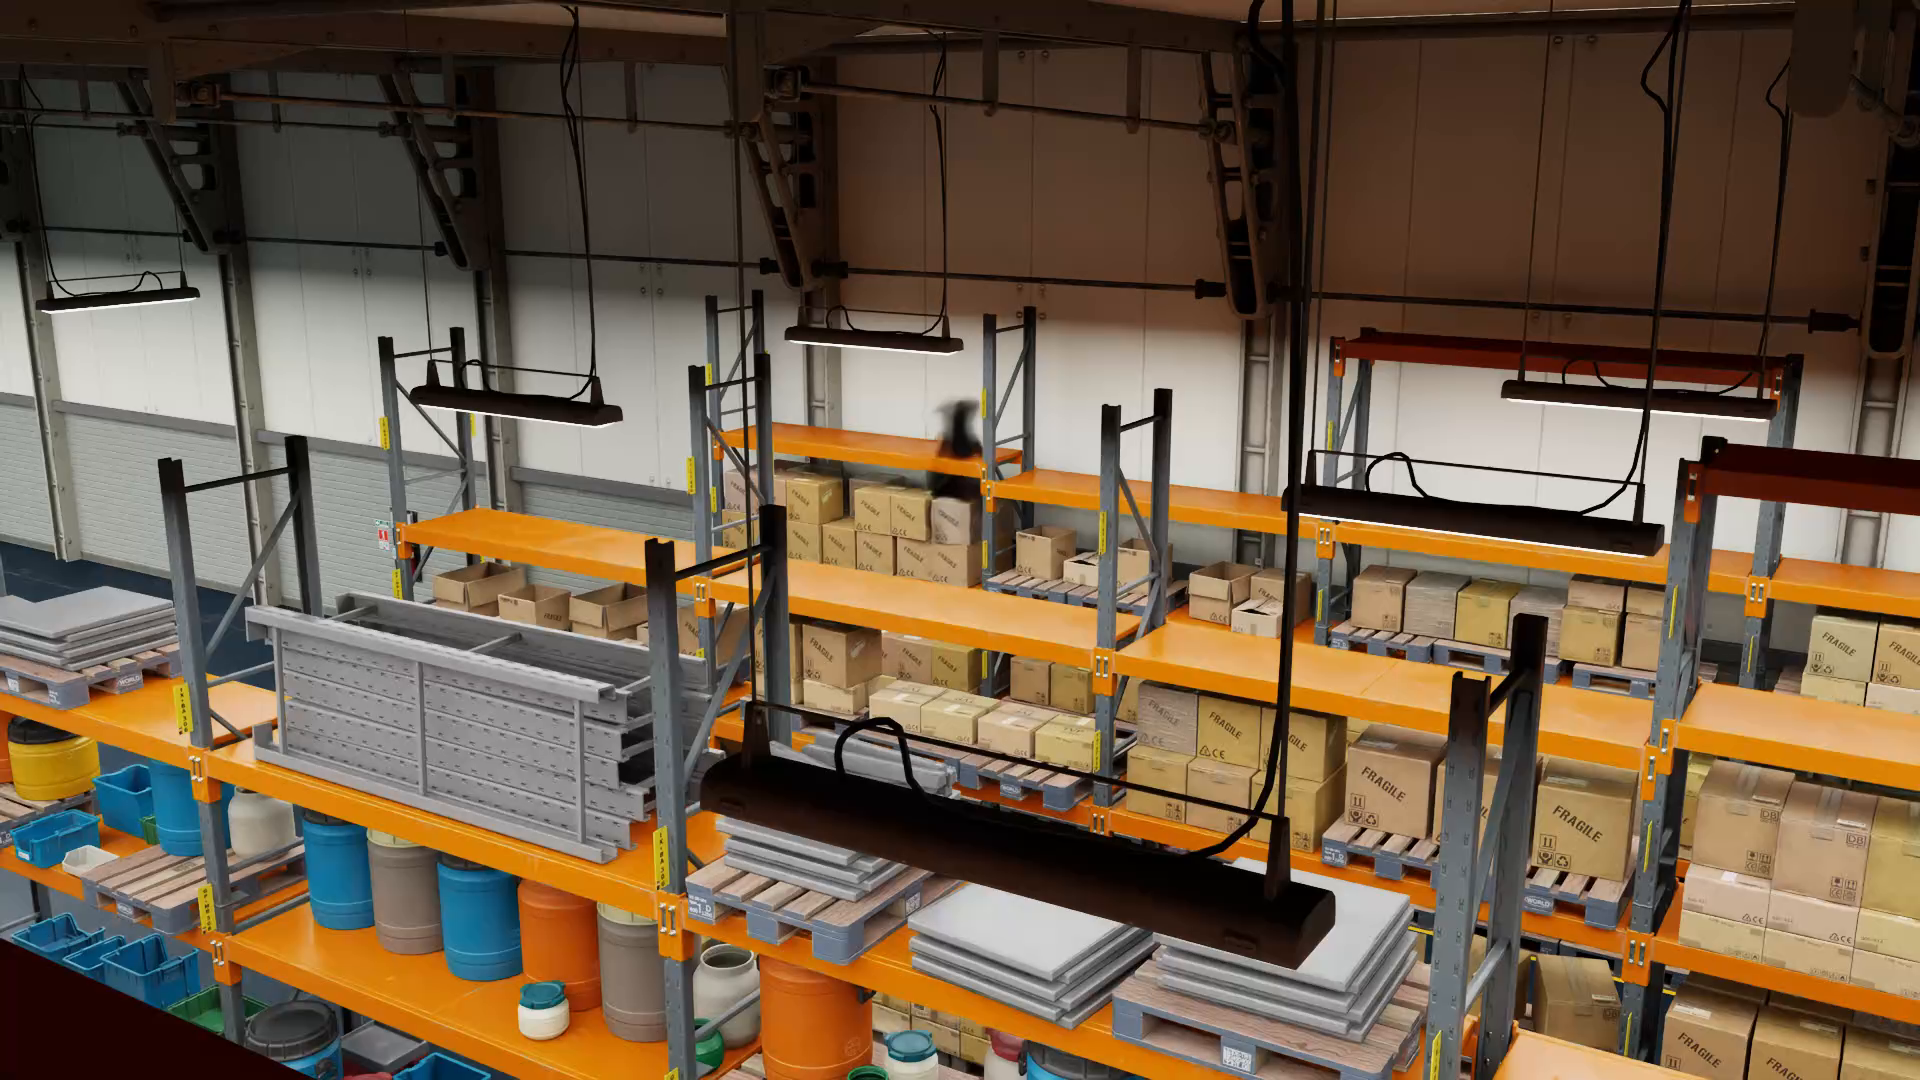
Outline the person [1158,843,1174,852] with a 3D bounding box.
[{"bbox_3d":[1.930,3.474,15.793,0.823,1.626,0.525,10,17,34],"label":"person"}]
